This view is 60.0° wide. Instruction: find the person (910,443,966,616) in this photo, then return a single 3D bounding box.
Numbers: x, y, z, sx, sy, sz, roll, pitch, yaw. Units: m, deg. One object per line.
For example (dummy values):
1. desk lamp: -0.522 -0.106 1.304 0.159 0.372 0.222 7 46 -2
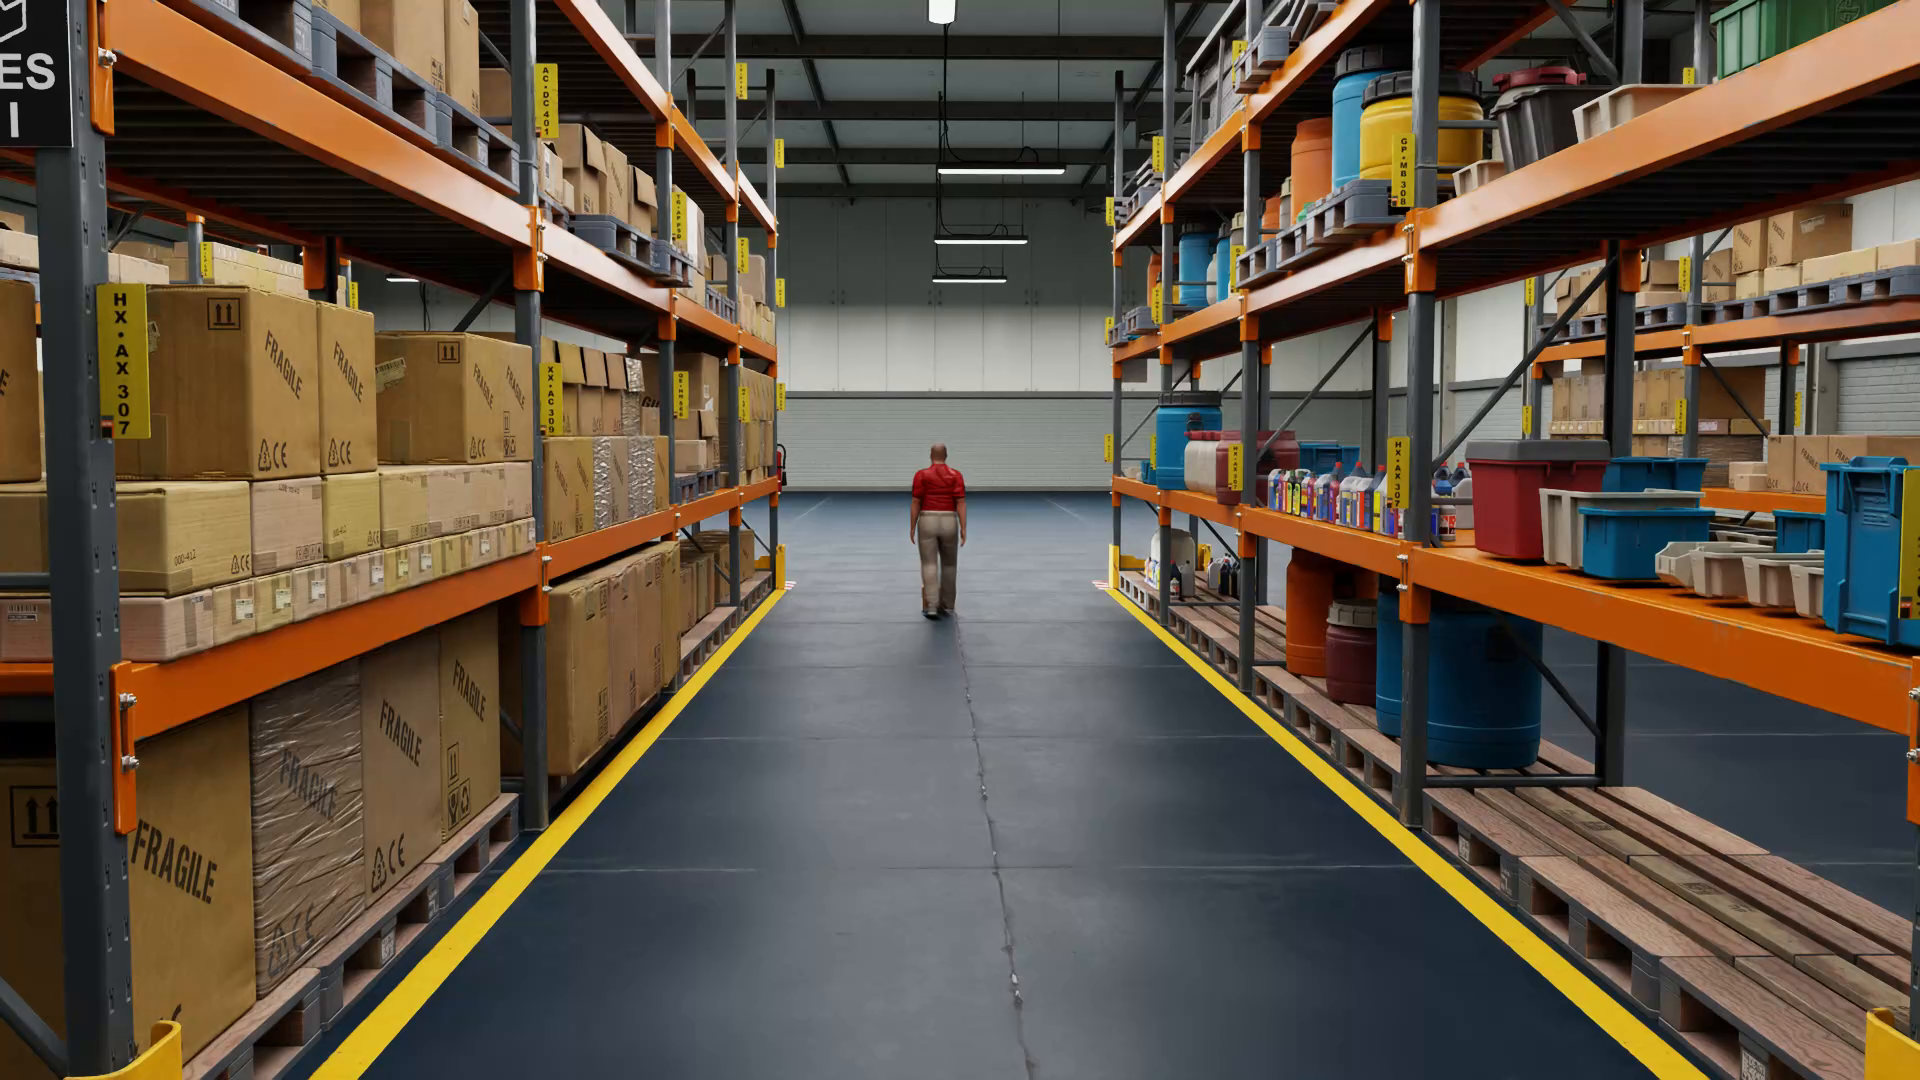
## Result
1. person: -0.232 -0.112 16.595 0.553 1.718 0.733 0 4 -7
